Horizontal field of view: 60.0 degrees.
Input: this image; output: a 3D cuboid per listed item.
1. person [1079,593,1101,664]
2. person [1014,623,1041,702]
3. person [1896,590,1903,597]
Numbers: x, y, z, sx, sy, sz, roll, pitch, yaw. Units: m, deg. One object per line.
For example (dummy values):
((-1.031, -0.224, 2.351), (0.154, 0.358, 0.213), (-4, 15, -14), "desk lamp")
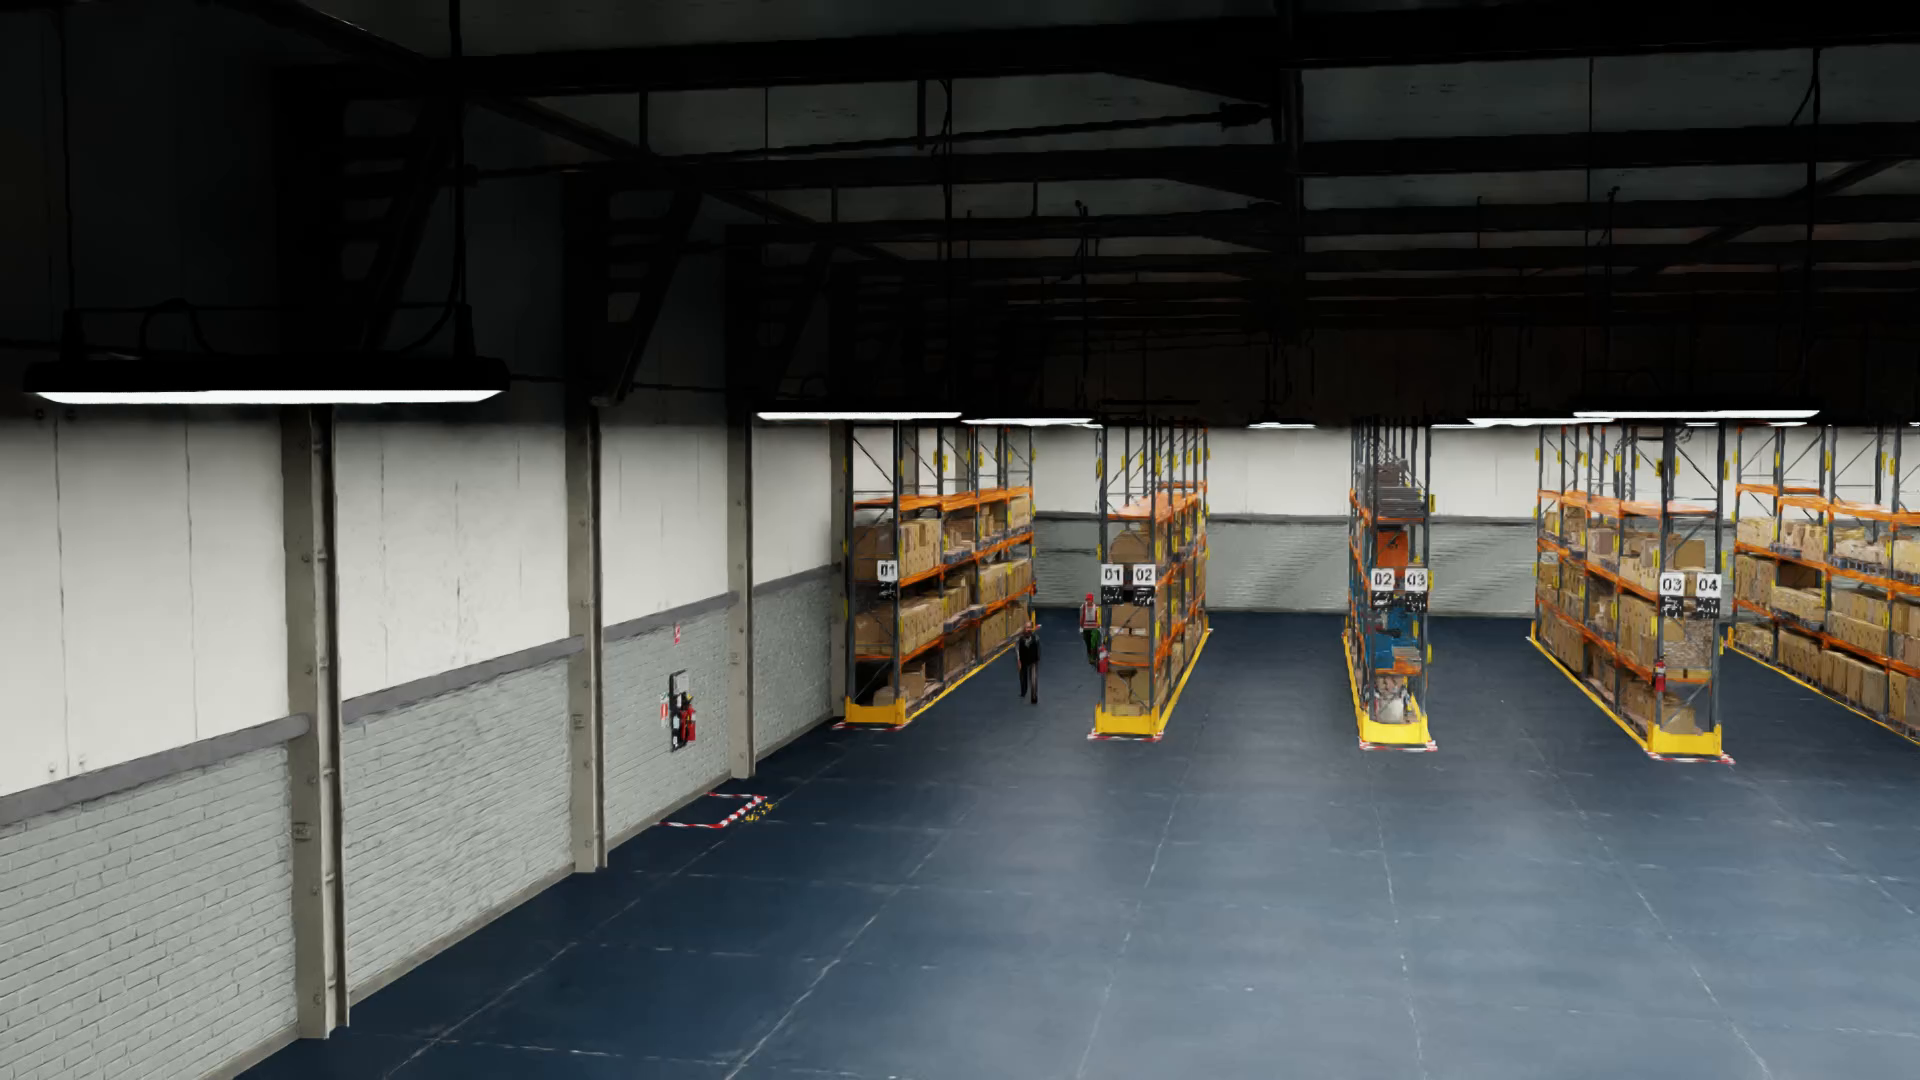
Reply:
((3.183, 2.141, 40.738), (0.553, 1.709, 1.123), (1, 4, 14), "person")
((1.420, 2.555, 35.004), (0.564, 1.647, 1.088), (0, 4, 3), "person")
((23.010, 2.092, 40.878), (0.550, 1.787, 0.628), (2, 4, 30), "person")
